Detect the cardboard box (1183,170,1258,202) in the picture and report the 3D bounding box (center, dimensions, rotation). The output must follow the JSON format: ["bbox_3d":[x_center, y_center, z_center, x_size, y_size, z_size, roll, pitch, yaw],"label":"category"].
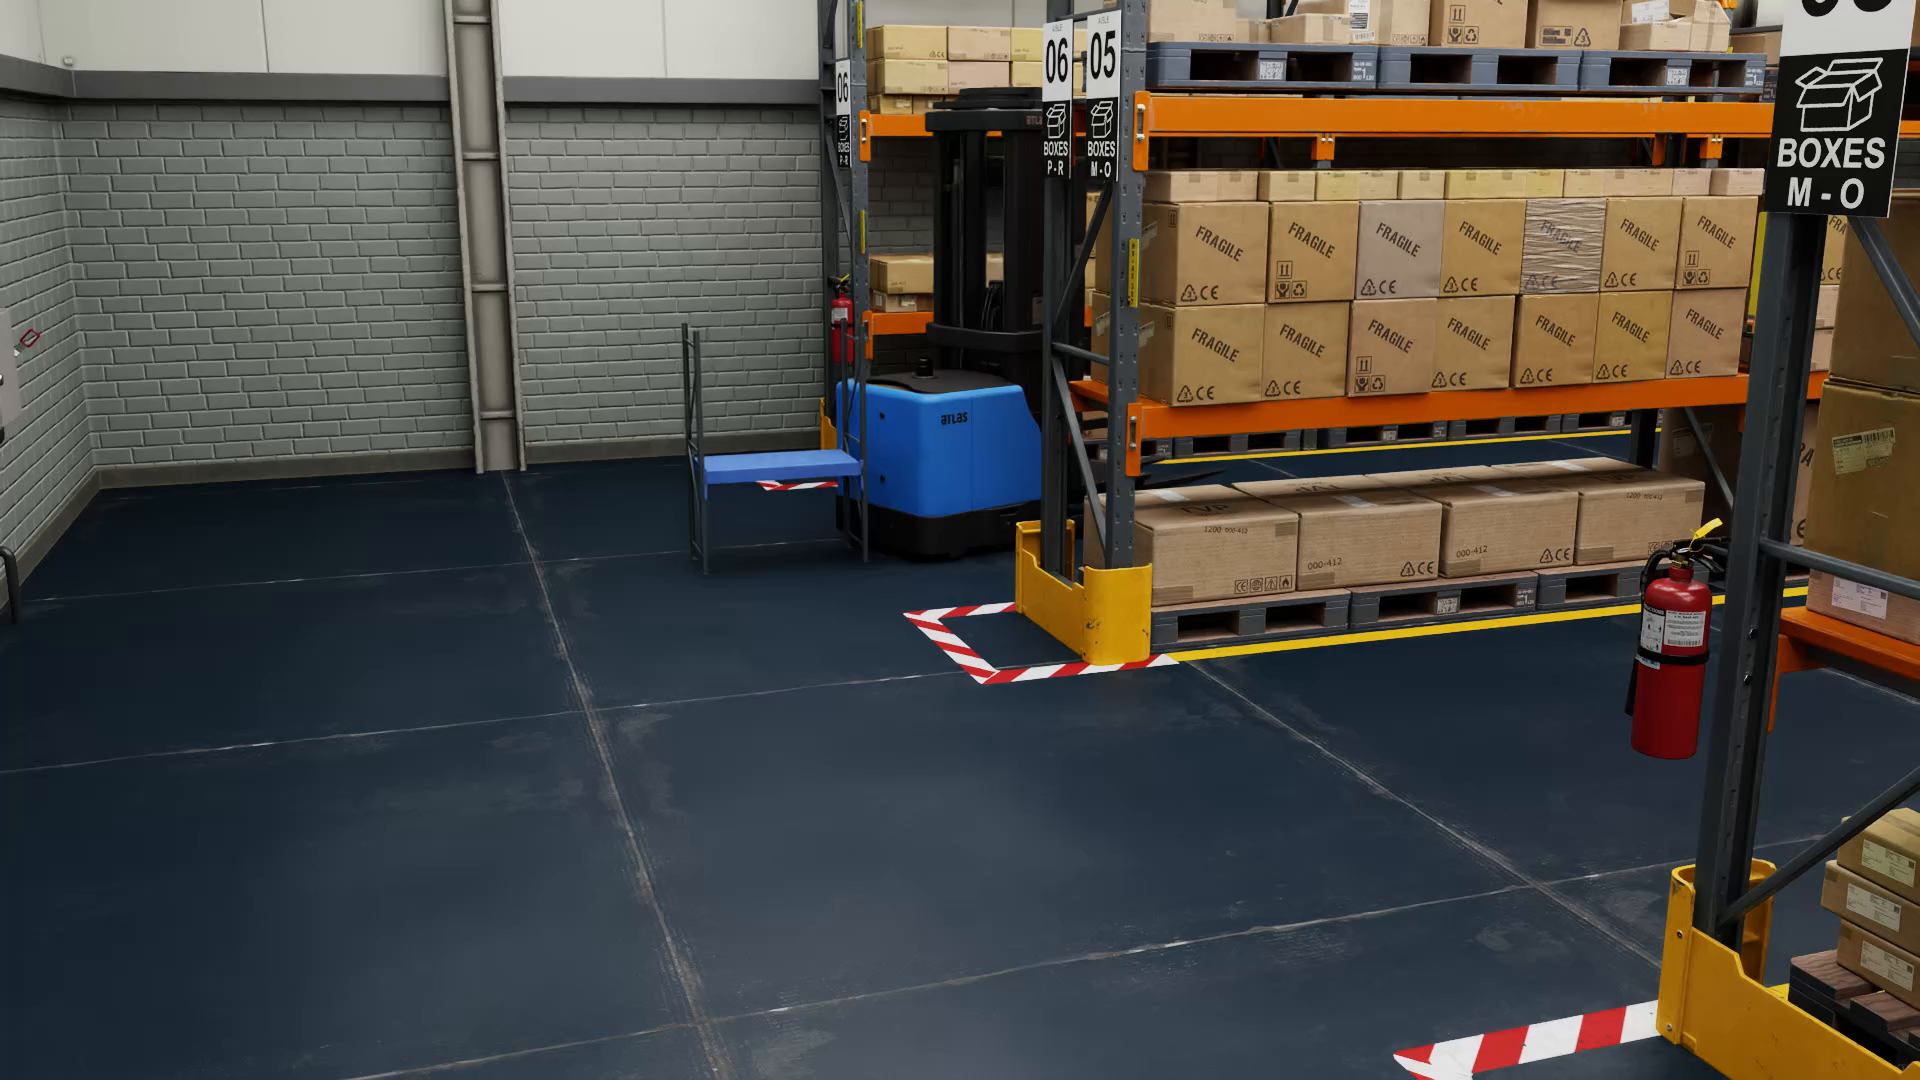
[{"bbox_3d":[1.320,-1.809,8.487,0.250,0.149,0.380,-4,14,-17],"label":"cardboard box"}]

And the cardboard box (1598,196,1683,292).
[{"bbox_3d":[3.618,-1.657,9.251,0.500,0.500,0.500,-5,14,-19],"label":"cardboard box"}]

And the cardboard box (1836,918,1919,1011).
[{"bbox_3d":[2.776,1.218,4.792,0.250,0.149,0.380,-4,14,-17],"label":"cardboard box"}]

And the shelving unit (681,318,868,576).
[{"bbox_3d":[-1.156,-0.602,10.432,1.048,1.500,0.538,-4,14,-17],"label":"shelving unit"}]

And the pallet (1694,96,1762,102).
[{"bbox_3d":[7.280,-4.074,15.713,1.003,0.211,1.213,-4,14,-15],"label":"pallet"}]

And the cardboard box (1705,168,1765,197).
[{"bbox_3d":[4.270,-2.011,9.338,0.250,0.149,0.380,-5,14,-19],"label":"cardboard box"}]

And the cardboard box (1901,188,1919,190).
[{"bbox_3d":[6.264,-1.991,10.653,0.500,0.500,0.500,-4,14,-17],"label":"cardboard box"}]

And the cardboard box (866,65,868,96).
[{"bbox_3d":[-0.582,-3.670,13.288,0.500,0.250,0.500,-5,14,-19],"label":"cardboard box"}]

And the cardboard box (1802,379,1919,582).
[{"bbox_3d":[2.688,-0.163,4.486,0.500,0.500,0.500,-4,14,-17],"label":"cardboard box"}]

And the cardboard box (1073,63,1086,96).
[{"bbox_3d":[1.038,-3.670,13.291,0.500,0.250,0.500,-5,14,-19],"label":"cardboard box"}]

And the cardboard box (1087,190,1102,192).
[{"bbox_3d":[1.378,-2.726,14.184,0.500,0.500,0.500,-5,14,-20],"label":"cardboard box"}]

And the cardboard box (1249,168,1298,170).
[{"bbox_3d":[1.648,-1.950,9.080,0.250,0.149,0.380,-4,14,-17],"label":"cardboard box"}]

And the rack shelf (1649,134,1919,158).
[{"bbox_3d":[8.561,-3.894,16.102,4.000,0.370,1.077,-4,14,-18],"label":"rack shelf"}]

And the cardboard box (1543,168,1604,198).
[{"bbox_3d":[3.286,-1.950,9.082,0.250,0.149,0.380,-5,14,-18],"label":"cardboard box"}]

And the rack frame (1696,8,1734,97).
[{"bbox_3d":[6.665,-5.555,15.051,0.127,3.000,1.000,-4,14,-18],"label":"rack frame"}]

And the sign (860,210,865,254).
[{"bbox_3d":[-0.744,-2.348,12.663,0.005,0.325,0.100,-4,14,-18],"label":"sign"}]

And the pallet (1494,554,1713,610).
[{"bbox_3d":[3.715,0.142,10.088,1.213,0.211,1.003,-4,14,-18],"label":"pallet"}]

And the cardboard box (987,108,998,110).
[{"bbox_3d":[0.217,-3.392,12.982,0.250,0.149,0.380,-4,14,-17],"label":"cardboard box"}]

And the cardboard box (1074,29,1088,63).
[{"bbox_3d":[1.023,-3.912,13.224,0.500,0.250,0.500,-4,14,-17],"label":"cardboard box"}]

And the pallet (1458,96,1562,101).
[{"bbox_3d":[4.496,-3.819,14.641,1.003,0.211,1.213,-4,14,-18],"label":"pallet"}]

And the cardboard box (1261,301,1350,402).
[{"bbox_3d":[1.686,-1.022,8.743,0.500,0.500,0.500,-5,14,-19],"label":"cardboard box"}]

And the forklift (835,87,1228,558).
[{"bbox_3d":[0.623,-1.570,11.407,3.031,2.935,1.130,-11,17,-39],"label":"forklift"}]

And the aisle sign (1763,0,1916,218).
[{"bbox_3d":[2.179,-1.205,4.108,0.004,0.787,0.394,-4,14,-18],"label":"aisle sign"}]

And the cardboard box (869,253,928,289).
[{"bbox_3d":[-0.566,-2.210,13.634,0.500,0.250,0.500,-4,14,-16],"label":"cardboard box"}]

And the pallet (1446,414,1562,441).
[{"bbox_3d":[4.791,-1.144,15.497,1.213,0.211,1.003,-4,14,-18],"label":"pallet"}]

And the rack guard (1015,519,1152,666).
[{"bbox_3d":[0.647,0.260,8.970,0.348,0.500,1.175,-4,14,-18],"label":"rack guard"}]

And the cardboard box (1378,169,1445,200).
[{"bbox_3d":[2.328,-1.867,8.729,0.250,0.149,0.380,-4,14,-18],"label":"cardboard box"}]

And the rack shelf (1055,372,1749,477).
[{"bbox_3d":[2.565,-0.756,9.392,4.000,0.370,1.077,-4,14,-18],"label":"rack shelf"}]

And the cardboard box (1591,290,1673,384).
[{"bbox_3d":[3.617,-1.172,9.373,0.500,0.500,0.500,-5,14,-19],"label":"cardboard box"}]

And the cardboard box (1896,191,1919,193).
[{"bbox_3d":[5.919,-1.838,10.010,0.500,0.500,0.500,-5,14,-19],"label":"cardboard box"}]

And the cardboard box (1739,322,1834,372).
[{"bbox_3d":[4.962,-1.155,9.839,0.500,0.250,0.500,-5,14,-19],"label":"cardboard box"}]

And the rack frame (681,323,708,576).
[{"bbox_3d":[-1.639,-0.566,10.279,0.032,1.500,0.500,-4,14,-17],"label":"rack frame"}]

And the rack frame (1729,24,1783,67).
[{"bbox_3d":[4.460,-4.172,9.235,0.127,3.000,1.000,-4,14,-18],"label":"rack frame"}]

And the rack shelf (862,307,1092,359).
[{"bbox_3d":[0.978,-1.844,13.967,4.000,0.370,1.077,-4,14,-18],"label":"rack shelf"}]

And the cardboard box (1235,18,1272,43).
[{"bbox_3d":[1.439,-2.649,8.736,0.250,0.149,0.380,-6,14,-22],"label":"cardboard box"}]

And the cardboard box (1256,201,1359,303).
[{"bbox_3d":[1.703,-1.506,8.614,0.500,0.500,0.500,-5,14,-20],"label":"cardboard box"}]

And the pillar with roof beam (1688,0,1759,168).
[{"bbox_3d":[8.986,-4.905,12.318,0.400,9.000,9.100,-4,14,-18],"label":"pillar with roof beam"}]

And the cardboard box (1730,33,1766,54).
[{"bbox_3d":[7.429,-4.398,15.327,0.500,0.500,0.500,-4,14,-18],"label":"cardboard box"}]

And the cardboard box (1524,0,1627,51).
[{"bbox_3d":[3.193,-2.909,9.062,0.637,0.503,0.797,-3,14,-14],"label":"cardboard box"}]

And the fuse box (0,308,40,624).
[{"bbox_3d":[-5.199,-0.381,9.048,0.414,1.711,0.539,-4,14,-18],"label":"fuse box"}]

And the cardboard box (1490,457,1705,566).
[{"bbox_3d":[3.831,-0.188,10.081,0.875,0.438,0.875,-5,14,-19],"label":"cardboard box"}]

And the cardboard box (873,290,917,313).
[{"bbox_3d":[-0.518,-1.888,13.142,0.250,0.149,0.380,-5,14,-18],"label":"cardboard box"}]

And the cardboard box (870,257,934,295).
[{"bbox_3d":[-0.401,-2.092,13.139,0.500,0.250,0.500,-4,14,-18],"label":"cardboard box"}]
